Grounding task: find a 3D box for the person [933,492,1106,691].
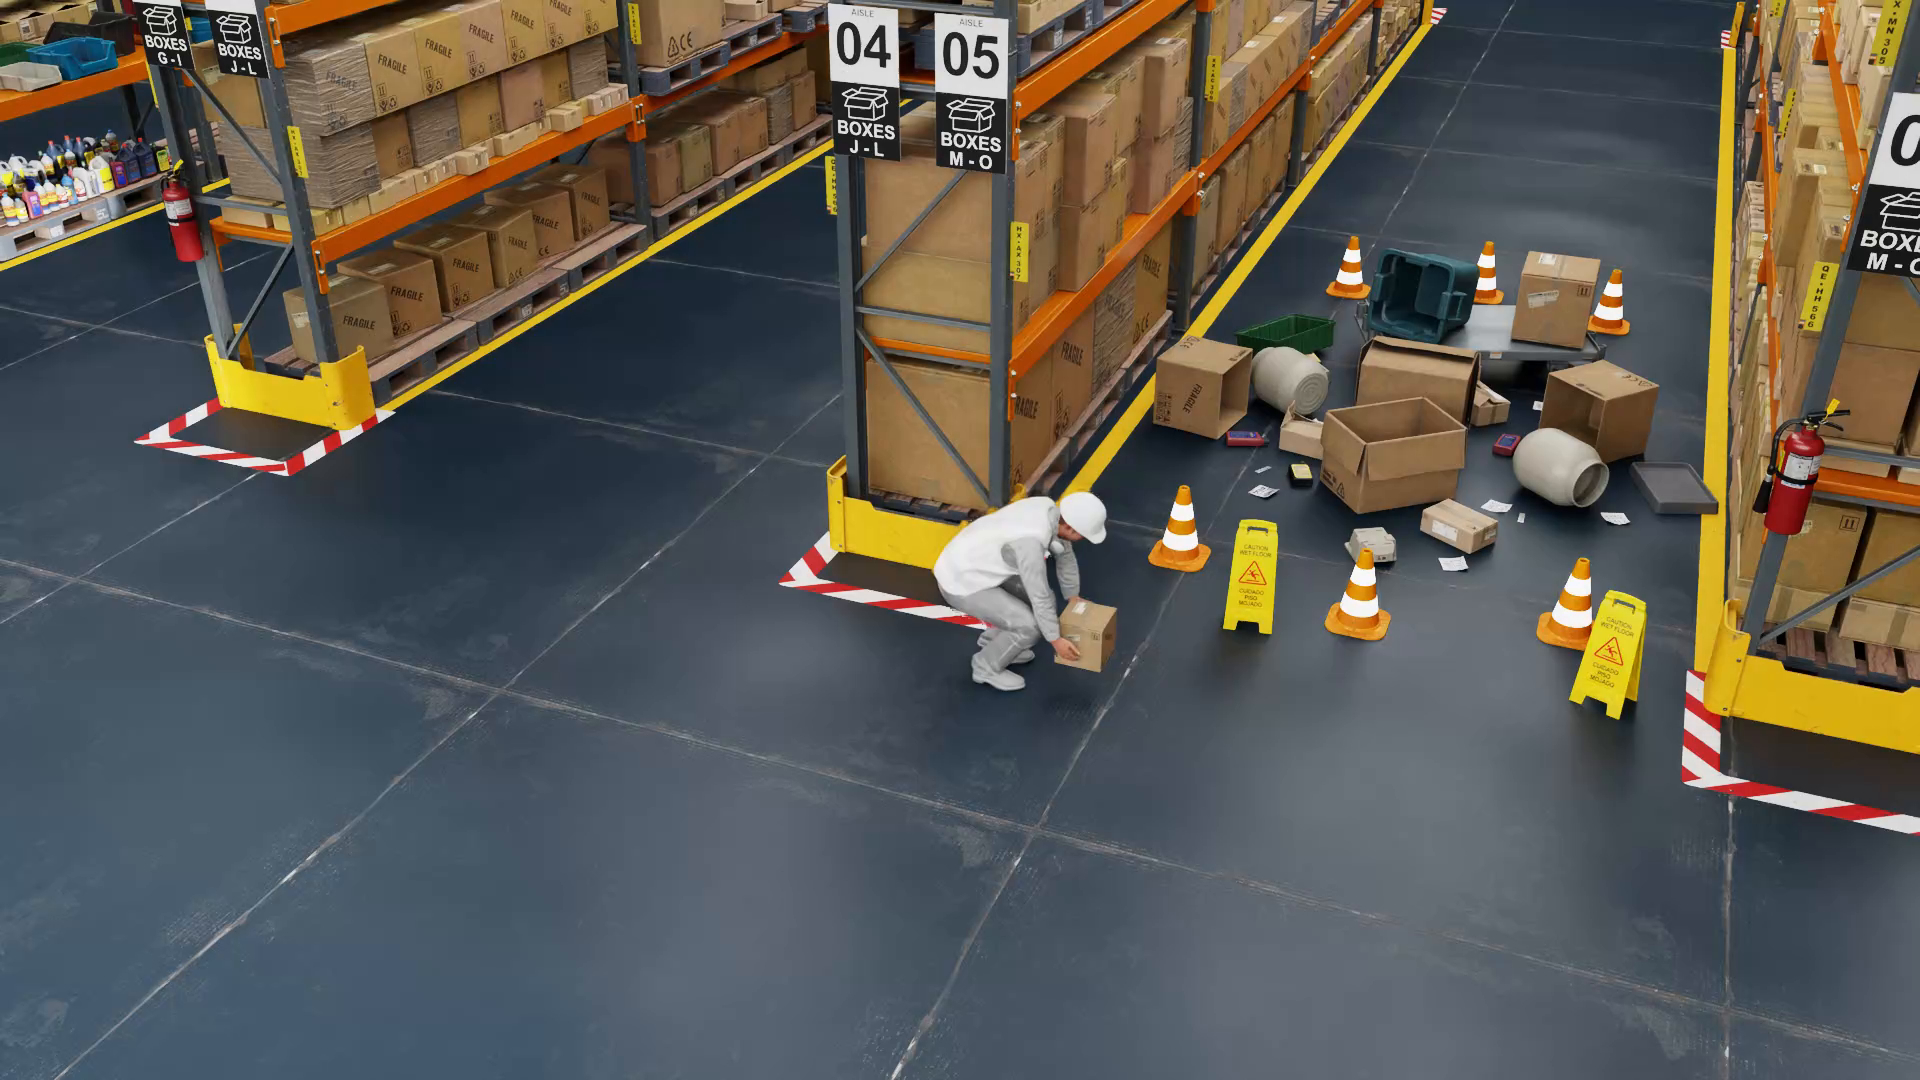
[{"bbox_3d":[0.319,0.207,8.672,0.866,1.122,0.556,11,31,19],"label":"person"}]
